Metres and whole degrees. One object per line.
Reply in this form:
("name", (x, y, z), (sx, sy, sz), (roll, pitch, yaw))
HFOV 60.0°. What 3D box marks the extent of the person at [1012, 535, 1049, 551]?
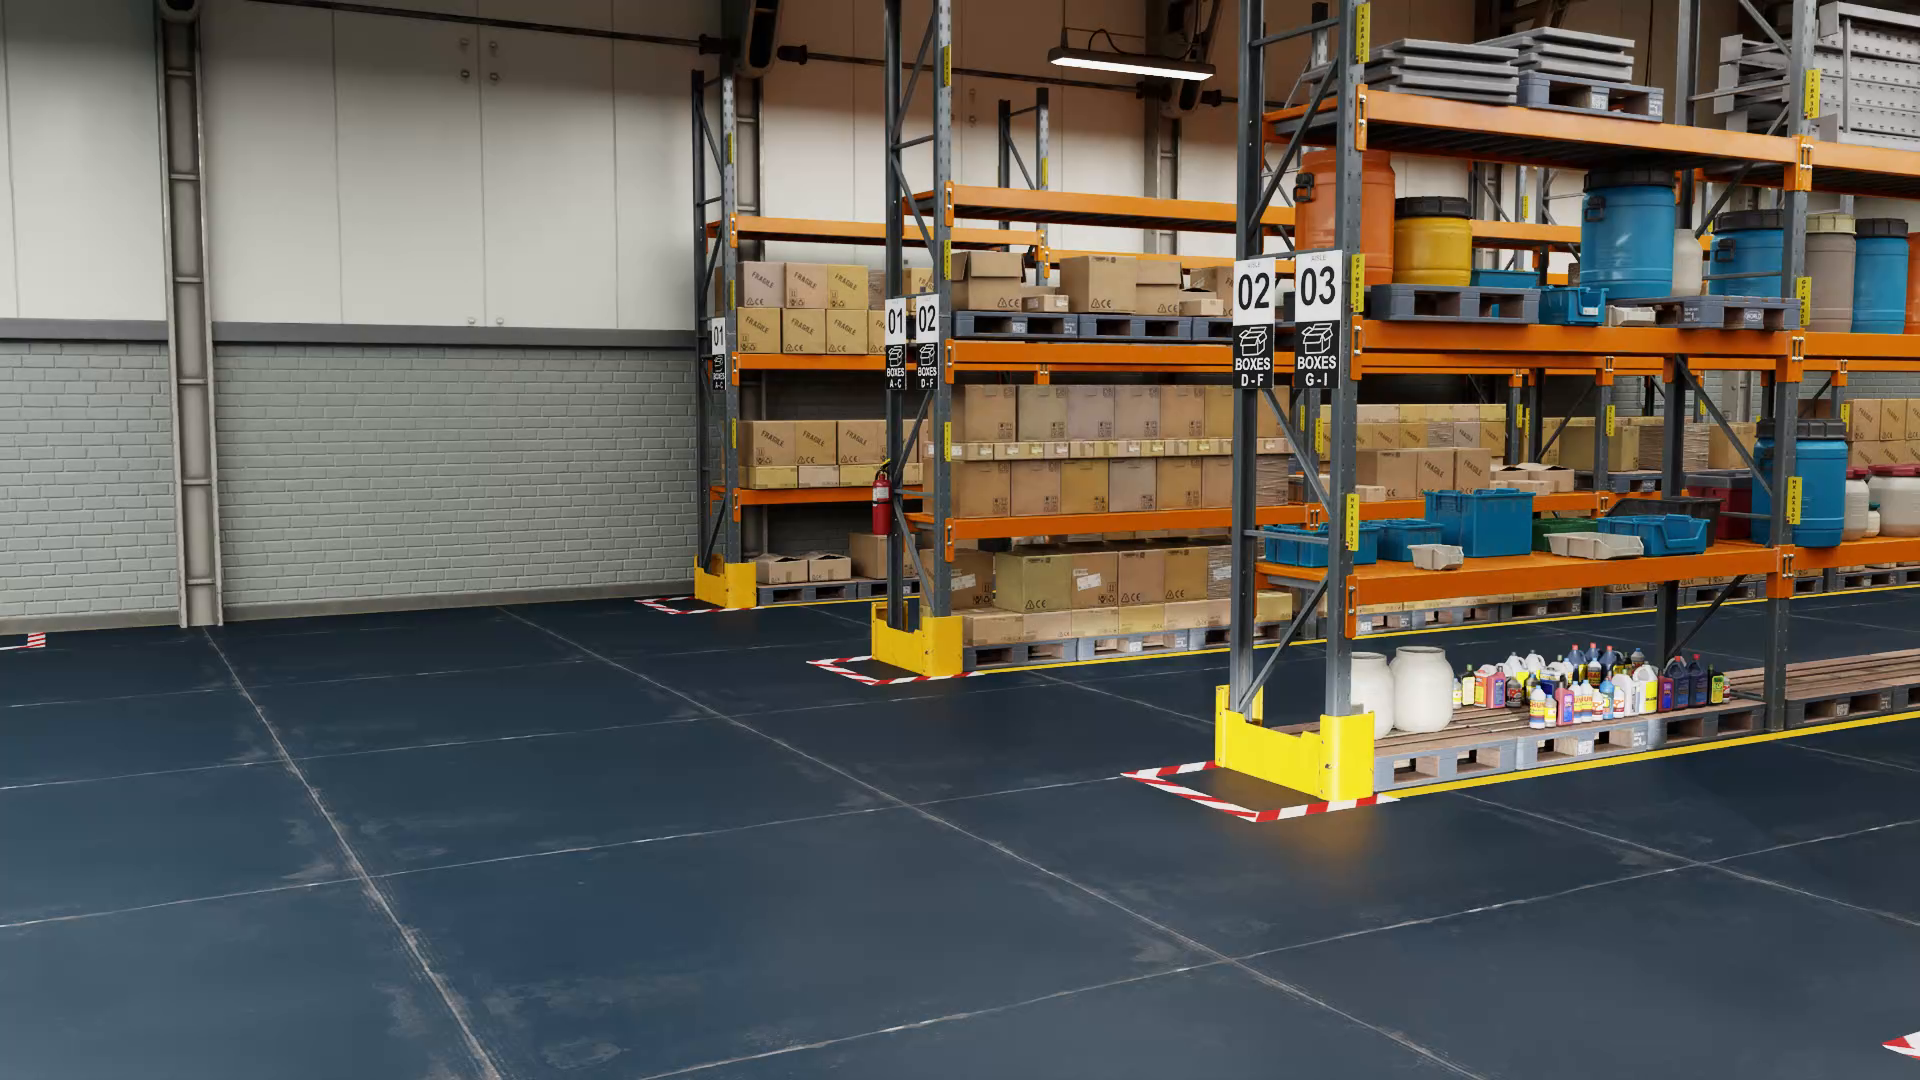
("person", (0.753, -0.026, 17.763), (0.514, 1.671, 0.416), (-3, 6, -32))
